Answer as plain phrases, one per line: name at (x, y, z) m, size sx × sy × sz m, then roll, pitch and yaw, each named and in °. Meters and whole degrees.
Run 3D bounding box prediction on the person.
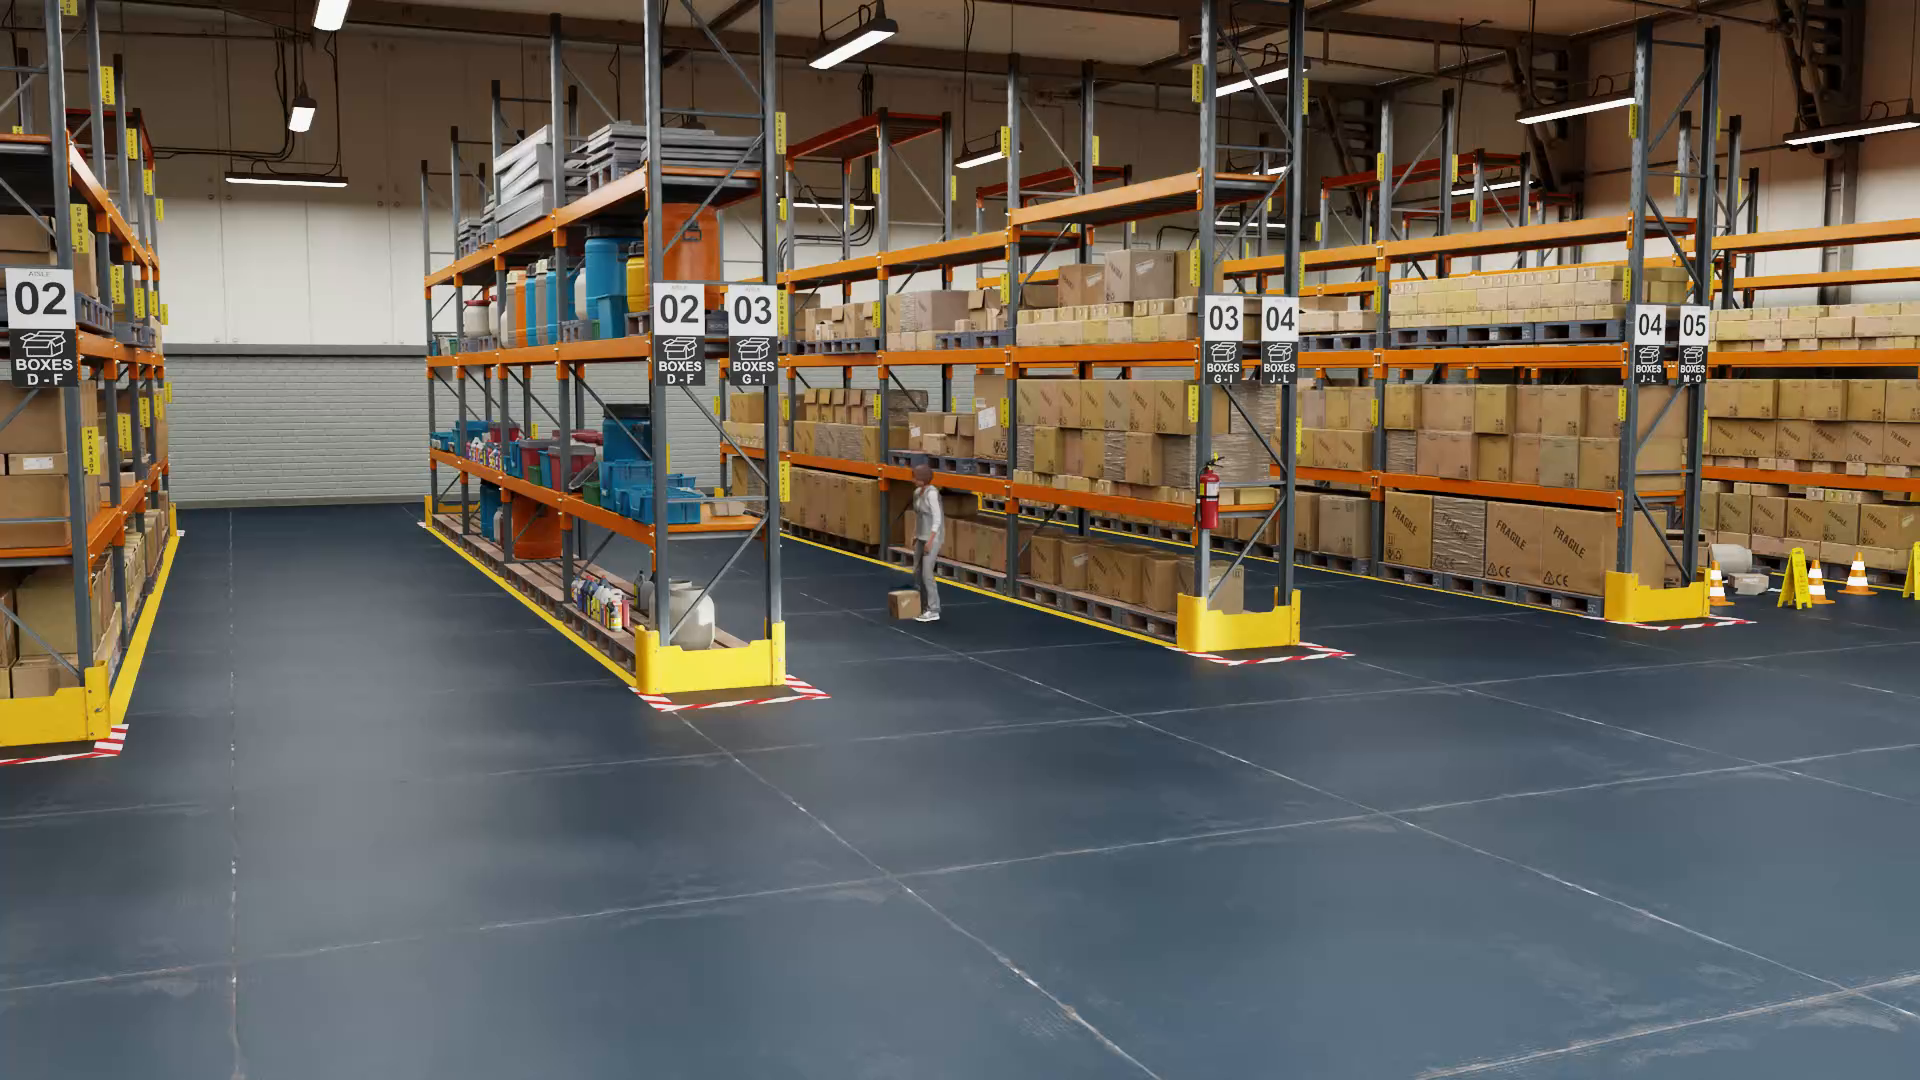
person at (-4.043, -3.032, 25.555) m, size 24.574 × 6.000 × 19.590 m, roll -3°, pitch 6°, yaw -26°
